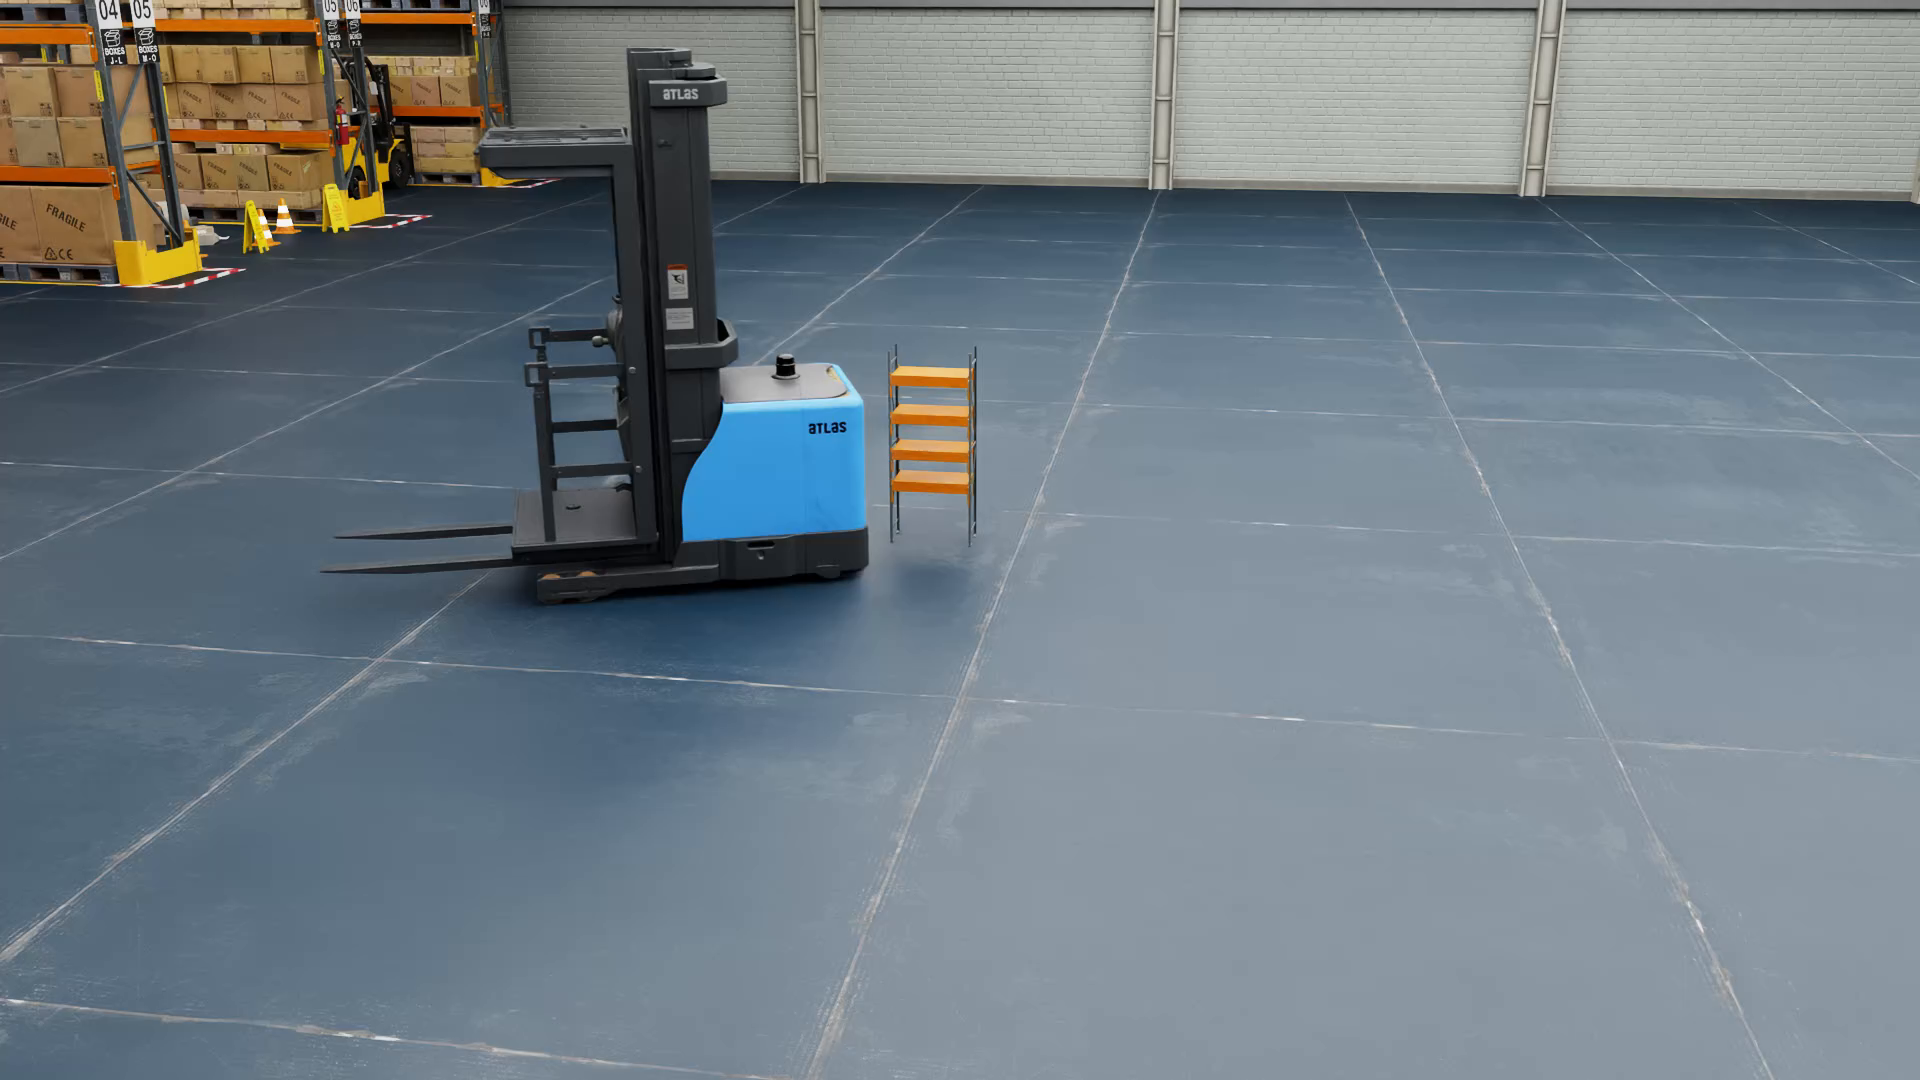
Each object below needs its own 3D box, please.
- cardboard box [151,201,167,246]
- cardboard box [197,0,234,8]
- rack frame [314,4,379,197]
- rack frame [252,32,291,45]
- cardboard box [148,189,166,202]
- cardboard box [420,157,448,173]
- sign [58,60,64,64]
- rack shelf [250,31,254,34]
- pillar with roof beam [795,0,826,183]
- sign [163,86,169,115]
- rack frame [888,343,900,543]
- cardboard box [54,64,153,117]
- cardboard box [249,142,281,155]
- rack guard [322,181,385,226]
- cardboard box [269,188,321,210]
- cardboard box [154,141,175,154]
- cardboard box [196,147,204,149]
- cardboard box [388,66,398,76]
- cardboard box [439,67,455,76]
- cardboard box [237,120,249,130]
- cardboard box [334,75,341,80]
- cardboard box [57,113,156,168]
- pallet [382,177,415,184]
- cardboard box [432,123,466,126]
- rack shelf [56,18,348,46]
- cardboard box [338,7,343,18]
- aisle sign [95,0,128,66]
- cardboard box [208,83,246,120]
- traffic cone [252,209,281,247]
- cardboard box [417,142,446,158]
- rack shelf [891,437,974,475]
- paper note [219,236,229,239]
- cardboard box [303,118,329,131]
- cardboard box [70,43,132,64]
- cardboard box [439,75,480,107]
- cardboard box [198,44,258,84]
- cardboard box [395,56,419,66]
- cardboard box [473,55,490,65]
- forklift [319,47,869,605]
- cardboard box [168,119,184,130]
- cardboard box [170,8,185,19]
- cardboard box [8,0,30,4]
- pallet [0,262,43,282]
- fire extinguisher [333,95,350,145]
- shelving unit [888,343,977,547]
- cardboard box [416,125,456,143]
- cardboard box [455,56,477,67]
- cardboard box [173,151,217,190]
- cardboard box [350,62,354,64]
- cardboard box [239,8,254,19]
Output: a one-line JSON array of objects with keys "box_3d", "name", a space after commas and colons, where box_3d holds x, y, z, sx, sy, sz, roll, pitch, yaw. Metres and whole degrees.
[{"box_3d": [-10.848, -4.182, 22.008, 0.637, 0.503, 0.797, -11, 21, -29], "name": "cardboard box"}, {"box_3d": [-10.270, -7.554, 23.194, 0.500, 0.250, 0.500, 3, 19, 10], "name": "cardboard box"}, {"box_3d": [-8.712, -6.070, 23.718, 0.127, 3.000, 1.000, 3, 19, 9], "name": "rack frame"}, {"box_3d": [-11.878, -7.827, 28.968, 0.127, 3.000, 1.000, 3, 19, 9], "name": "rack frame"}, {"box_3d": [-11.593, -5.029, 24.278, 0.500, 0.250, 0.500, 4, 19, 12], "name": "cardboard box"}, {"box_3d": [-8.932, -6.473, 28.595, 0.500, 0.250, 0.500, 3, 19, 9], "name": "cardboard box"}, {"box_3d": [-12.746, -6.647, 23.616, 0.005, 0.325, 0.100, 3, 19, 9], "name": "sign"}, {"box_3d": [-13.853, -9.009, 28.907, 4.000, 0.370, 1.077, 3, 19, 9], "name": "rack shelf"}, {"box_3d": [-3.232, -9.137, 23.430, 0.400, 9.000, 9.100, 3, 19, 9], "name": "pillar with roof beam"}, {"box_3d": [-9.304, -5.136, 19.437, 0.005, 0.325, 0.100, 3, 19, 9], "name": "sign"}, {"box_3d": [-0.404, -0.590, 10.174, 0.015, 1.200, 0.240, 3, 19, 9], "name": "rack frame"}, {"box_3d": [-9.758, -5.129, 18.965, 0.550, 0.550, 0.875, 3, 19, 9], "name": "cardboard box"}, {"box_3d": [-9.918, -5.585, 23.735, 0.250, 0.149, 0.380, 3, 19, 10], "name": "cardboard box"}, {"box_3d": [-8.787, -4.889, 24.126, 0.348, 0.500, 1.175, 3, 19, 9], "name": "rack guard"}, {"box_3d": [-9.577, -4.923, 23.961, 0.500, 0.250, 0.500, 3, 19, 8], "name": "cardboard box"}, {"box_3d": [-11.500, -5.665, 23.976, 0.250, 0.149, 0.380, 4, 19, 11], "name": "cardboard box"}, {"box_3d": [-11.533, -5.552, 24.658, 0.500, 0.500, 0.500, 3, 19, 10], "name": "cardboard box"}, {"box_3d": [-9.586, -7.967, 28.207, 0.250, 0.149, 0.380, 3, 19, 9], "name": "cardboard box"}, {"box_3d": [-8.573, -7.914, 28.048, 0.250, 0.149, 0.380, 3, 19, 10], "name": "cardboard box"}, {"box_3d": [-10.123, -5.961, 23.787, 0.250, 0.149, 0.380, 3, 19, 9], "name": "cardboard box"}, {"box_3d": [-10.464, -7.724, 28.503, 0.500, 0.500, 0.500, 3, 19, 8], "name": "cardboard box"}, {"box_3d": [-9.771, -4.590, 19.058, 0.550, 0.550, 0.875, 3, 19, 9], "name": "cardboard box"}, {"box_3d": [-9.892, -6.391, 29.070, 1.213, 0.211, 1.003, 3, 19, 9], "name": "pallet"}, {"box_3d": [-8.867, -7.102, 28.899, 0.500, 0.250, 0.500, 3, 19, 9], "name": "cardboard box"}, {"box_3d": [-10.687, -7.252, 23.657, 4.000, 0.370, 1.077, 3, 19, 9], "name": "rack shelf"}, {"box_3d": [-8.988, -7.492, 23.636, 0.250, 0.149, 0.380, 3, 19, 9], "name": "cardboard box"}, {"box_3d": [-9.375, -5.650, 18.364, 0.004, 0.787, 0.394, 3, 19, 9], "name": "aisle sign"}, {"box_3d": [-10.279, -6.253, 23.637, 0.500, 0.500, 0.500, 3, 19, 8], "name": "cardboard box"}, {"box_3d": [-9.182, -4.120, 21.887, 0.334, 0.463, 0.336, 3, 19, 9], "name": "traffic cone"}, {"box_3d": [-8.952, -6.713, 28.523, 0.500, 0.250, 0.500, 3, 19, 8], "name": "cardboard box"}, {"box_3d": [-0.163, -0.514, 10.159, 0.480, 0.148, 0.258, 3, 19, 9], "name": "rack shelf"}, {"box_3d": [-9.961, -4.086, 22.468, 0.142, 0.019, 0.148, -3, 19, -10], "name": "paper note"}, {"box_3d": [-9.116, -5.903, 23.614, 0.250, 0.149, 0.380, 4, 19, 10], "name": "cardboard box"}, {"box_3d": [-12.262, -6.844, 23.829, 0.500, 0.500, 0.700, 3, 19, 8], "name": "cardboard box"}, {"box_3d": [-8.456, -7.616, 28.179, 0.500, 0.500, 0.500, 3, 19, 7], "name": "cardboard box"}, {"box_3d": [-10.270, -6.712, 23.432, 0.500, 0.500, 0.700, 3, 19, 8], "name": "cardboard box"}, {"box_3d": [-9.336, -8.095, 28.121, 0.250, 0.149, 0.380, 3, 19, 10], "name": "cardboard box"}, {"box_3d": [-8.227, -8.206, 28.451, 0.250, 0.149, 0.380, 3, 19, 8], "name": "cardboard box"}, {"box_3d": [-2.101, -1.215, 9.315, 3.031, 2.935, 1.130, -4, 19, -12], "name": "forklift"}, {"box_3d": [-11.140, -5.969, 23.811, 0.250, 0.149, 0.380, 3, 19, 9], "name": "cardboard box"}, {"box_3d": [-10.868, -7.404, 23.374, 0.250, 0.149, 0.380, 3, 19, 9], "name": "cardboard box"}, {"box_3d": [-10.282, -6.001, 18.359, 0.250, 0.149, 0.380, 3, 19, 9], "name": "cardboard box"}, {"box_3d": [-11.401, -3.270, 19.743, 1.213, 0.211, 1.003, 3, 19, 9], "name": "pallet"}, {"box_3d": [-8.673, -5.884, 23.282, 0.183, 0.674, 0.296, 3, 19, 9], "name": "fire extinguisher"}, {"box_3d": [-0.163, -0.577, 10.138, 0.503, 1.200, 0.258, 3, 19, 9], "name": "shelving unit"}, {"box_3d": [-8.938, -6.944, 28.426, 0.500, 0.250, 0.500, 3, 19, 10], "name": "cardboard box"}, {"box_3d": [-8.316, -8.074, 28.057, 0.250, 0.149, 0.380, 3, 19, 9], "name": "cardboard box"}, {"box_3d": [-11.080, -5.358, 24.080, 0.500, 0.500, 0.500, 4, 19, 12], "name": "cardboard box"}, {"box_3d": [-10.326, -8.174, 28.357, 0.250, 0.149, 0.380, 3, 19, 8], "name": "cardboard box"}, {"box_3d": [-9.856, -7.364, 23.253, 0.250, 0.149, 0.380, 3, 19, 9], "name": "cardboard box"}]
